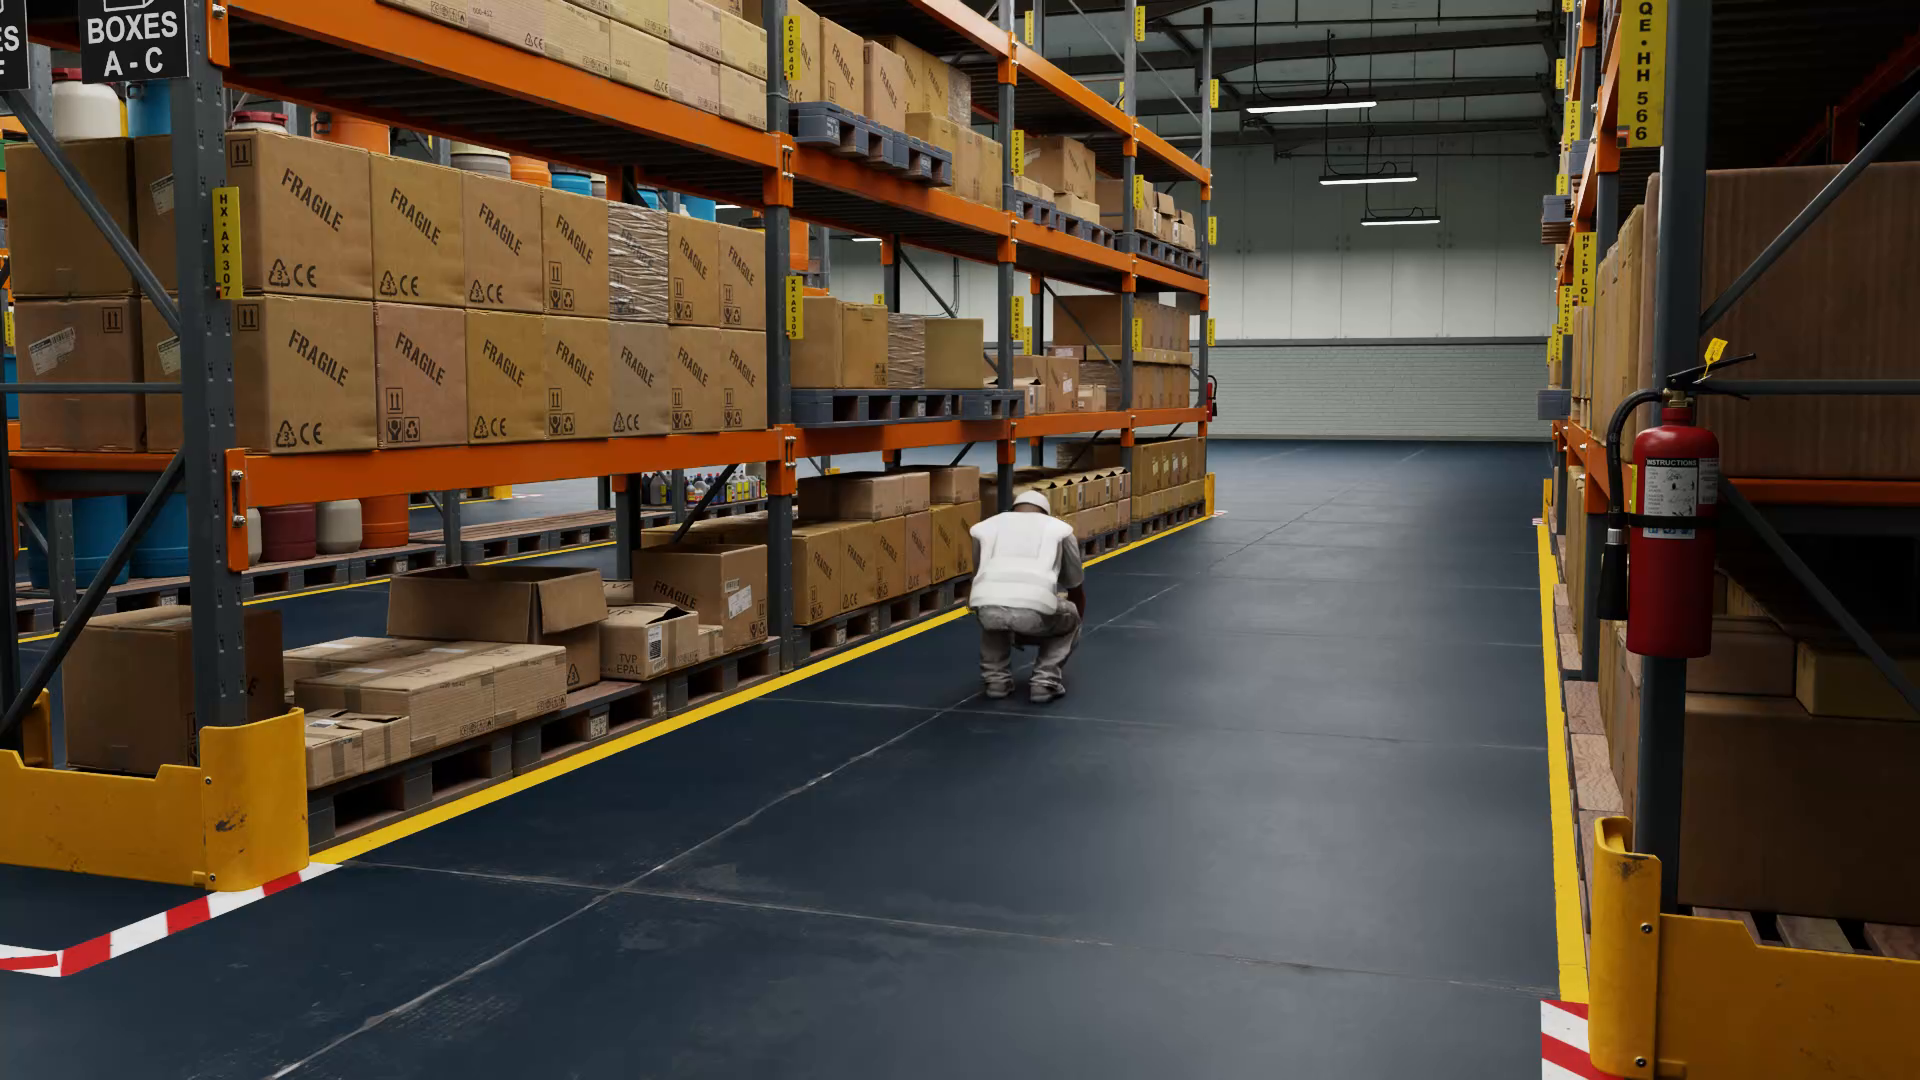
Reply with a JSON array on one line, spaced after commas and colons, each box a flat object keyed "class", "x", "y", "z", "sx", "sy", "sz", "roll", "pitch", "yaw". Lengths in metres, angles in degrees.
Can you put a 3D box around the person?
[{"class": "person", "x": 0.308, "y": 0.267, "z": 8.281, "sx": 0.578, "sy": 0.998, "sz": 0.909, "roll": 2, "pitch": 5, "yaw": 19}]
